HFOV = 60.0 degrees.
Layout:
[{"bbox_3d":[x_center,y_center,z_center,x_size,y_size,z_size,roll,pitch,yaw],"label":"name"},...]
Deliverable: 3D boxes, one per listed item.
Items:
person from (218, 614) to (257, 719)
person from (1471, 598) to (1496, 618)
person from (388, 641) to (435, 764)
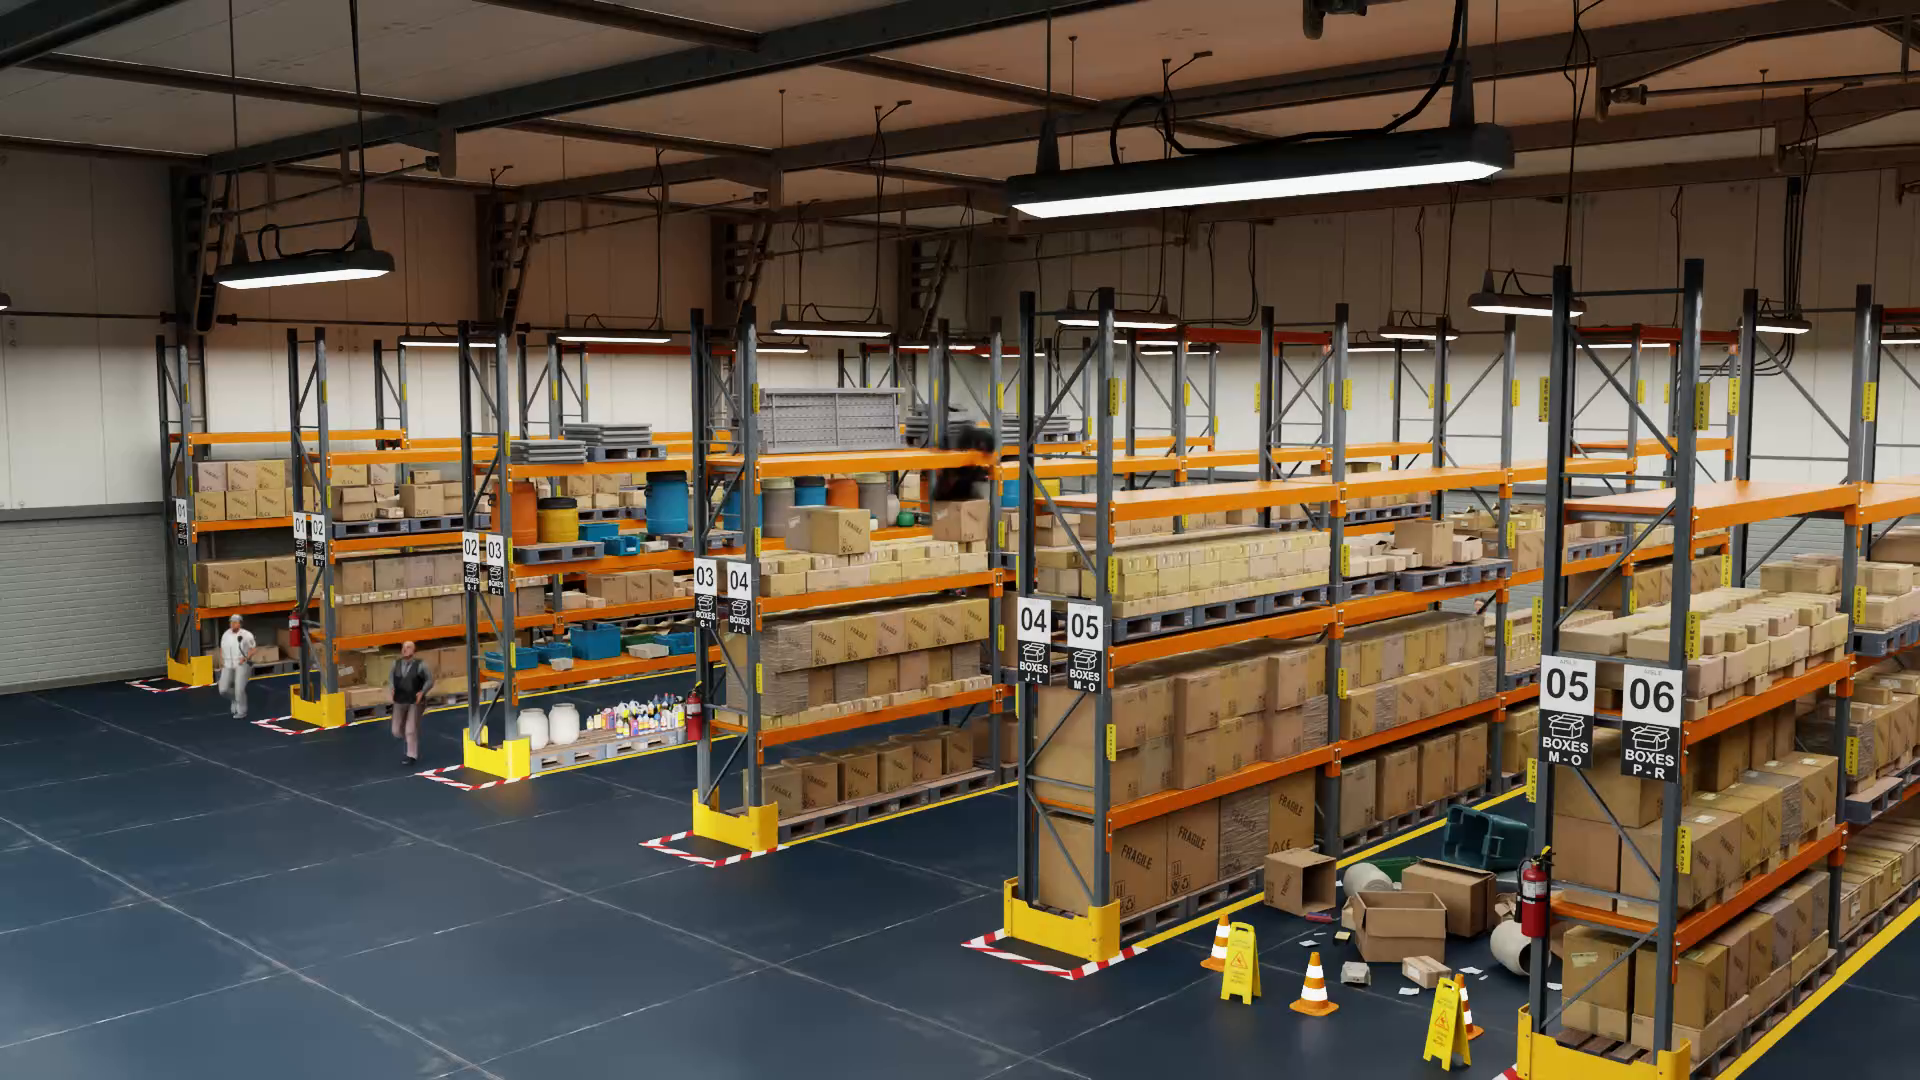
[{"bbox_3d":[-11.164,1.949,25.655,0.586,1.621,0.540,0,5,2],"label":"person"},{"bbox_3d":[8.534,1.796,27.192,0.552,1.738,0.845,5,7,40],"label":"person"},{"bbox_3d":[-7.483,2.204,22.645,0.646,1.674,0.580,0,5,3],"label":"person"}]
